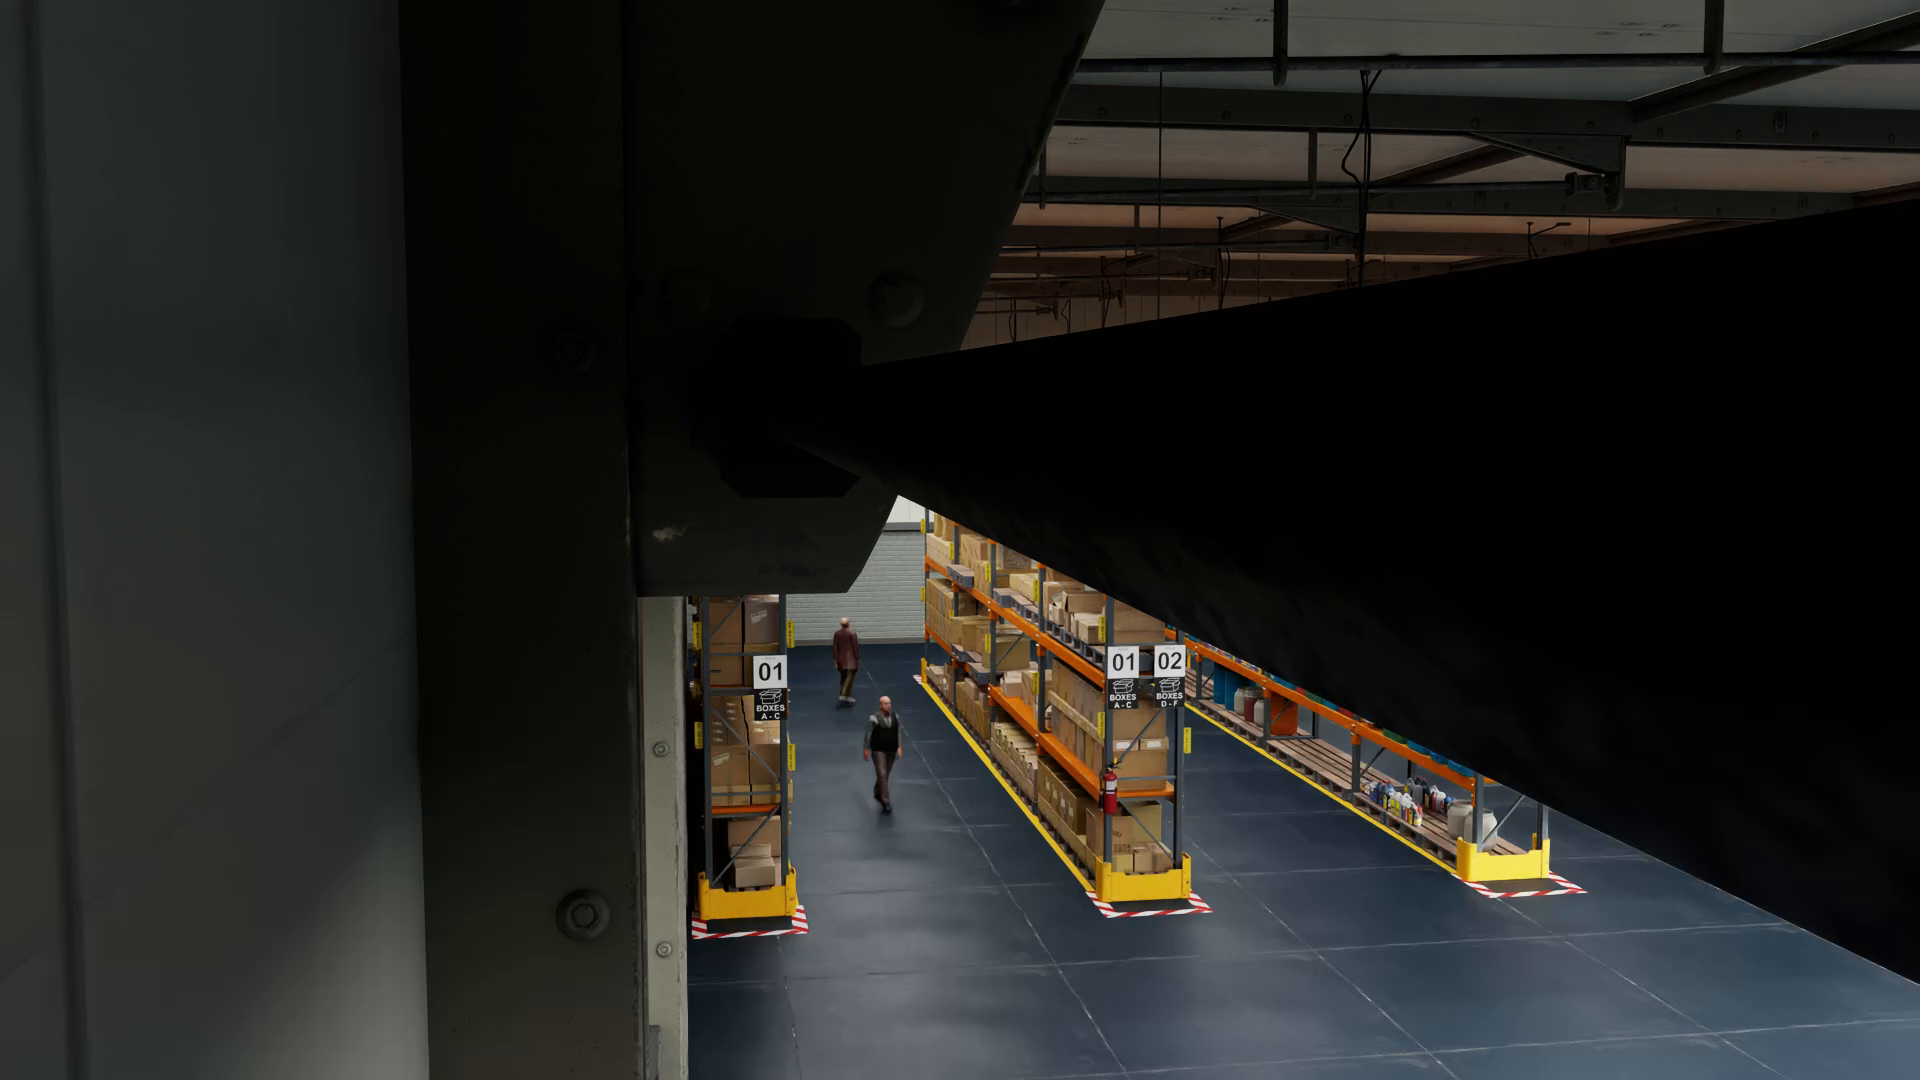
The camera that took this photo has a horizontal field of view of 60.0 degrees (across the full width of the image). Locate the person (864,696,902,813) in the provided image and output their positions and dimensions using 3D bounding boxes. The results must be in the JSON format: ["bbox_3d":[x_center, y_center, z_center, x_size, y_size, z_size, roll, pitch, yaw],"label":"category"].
[{"bbox_3d":[-1.130,3.231,25.454,0.564,1.681,0.931,-3,6,-35],"label":"person"}]

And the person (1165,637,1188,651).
[{"bbox_3d":[5.147,2.033,39.175,0.463,1.767,0.564,-3,6,-34],"label":"person"}]

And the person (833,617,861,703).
[{"bbox_3d":[-2.318,2.456,34.070,0.644,1.752,1.021,2,5,23],"label":"person"}]
